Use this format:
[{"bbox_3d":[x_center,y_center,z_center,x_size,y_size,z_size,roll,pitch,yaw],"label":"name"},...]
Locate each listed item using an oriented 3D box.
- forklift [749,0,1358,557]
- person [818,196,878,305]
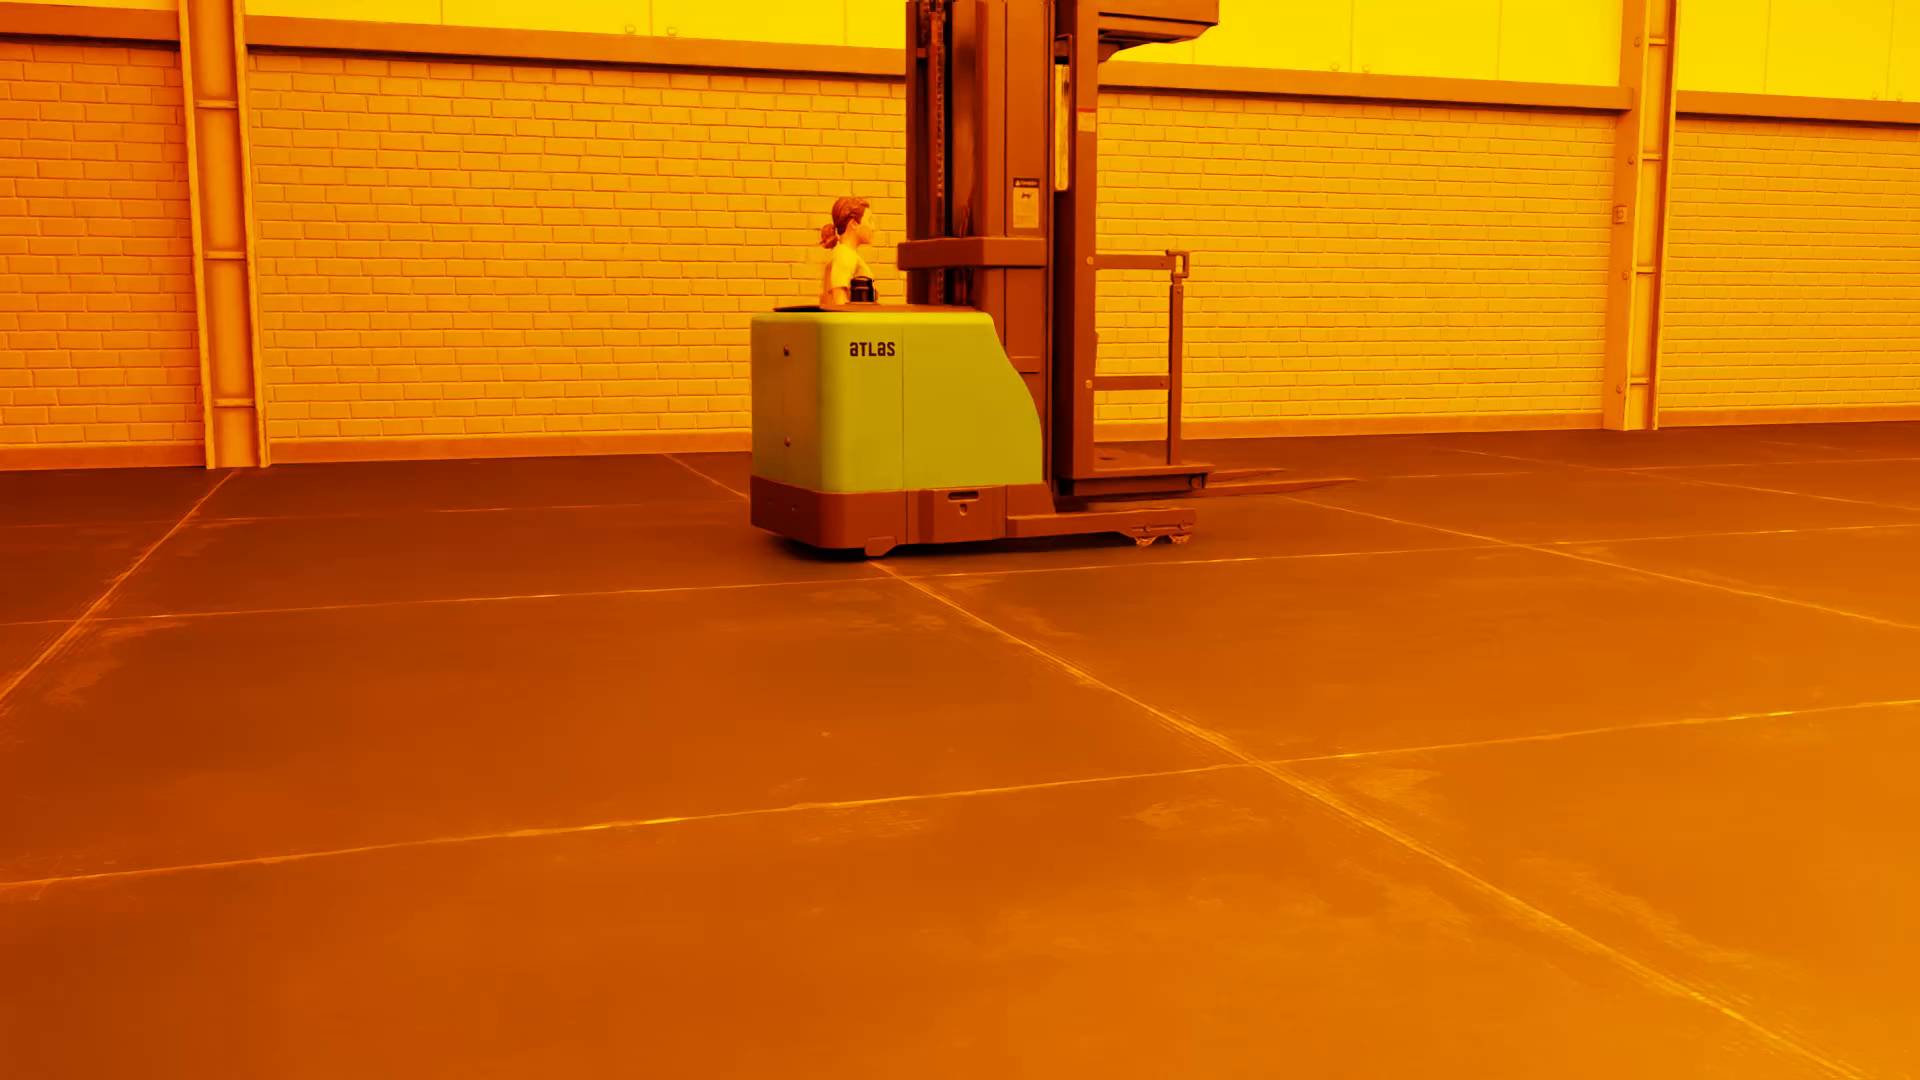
[{"bbox_3d":[0.550,-1.492,8.019,3.031,2.935,1.130,-4,9,-26],"label":"forklift"},{"bbox_3d":[-0.354,-0.945,8.566,0.747,1.628,0.679,-1,8,-7],"label":"person"}]
